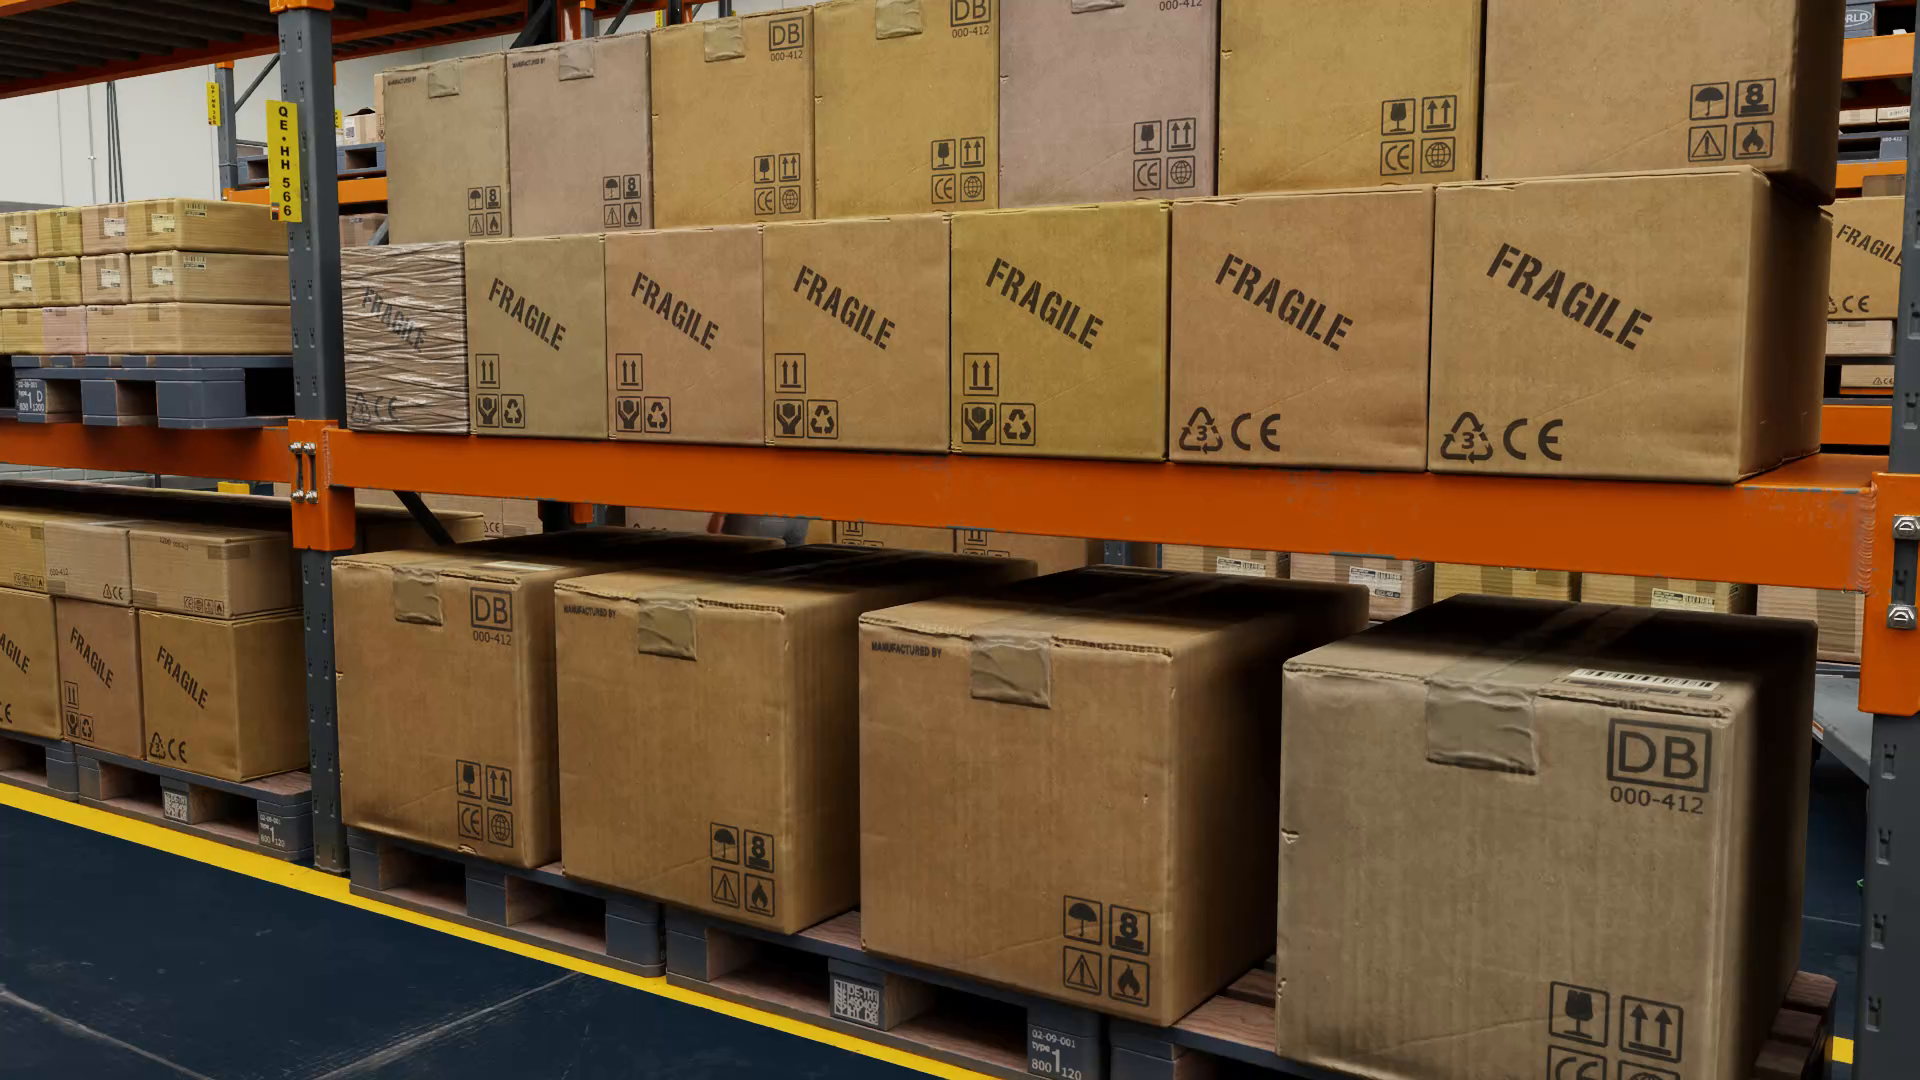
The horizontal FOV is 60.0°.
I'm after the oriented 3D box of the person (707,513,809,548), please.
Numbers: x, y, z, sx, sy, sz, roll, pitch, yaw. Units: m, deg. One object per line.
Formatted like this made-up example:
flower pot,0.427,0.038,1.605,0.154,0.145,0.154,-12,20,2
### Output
person,-0.837,-0.135,6.875,0.471,1.772,0.594,4,7,30
